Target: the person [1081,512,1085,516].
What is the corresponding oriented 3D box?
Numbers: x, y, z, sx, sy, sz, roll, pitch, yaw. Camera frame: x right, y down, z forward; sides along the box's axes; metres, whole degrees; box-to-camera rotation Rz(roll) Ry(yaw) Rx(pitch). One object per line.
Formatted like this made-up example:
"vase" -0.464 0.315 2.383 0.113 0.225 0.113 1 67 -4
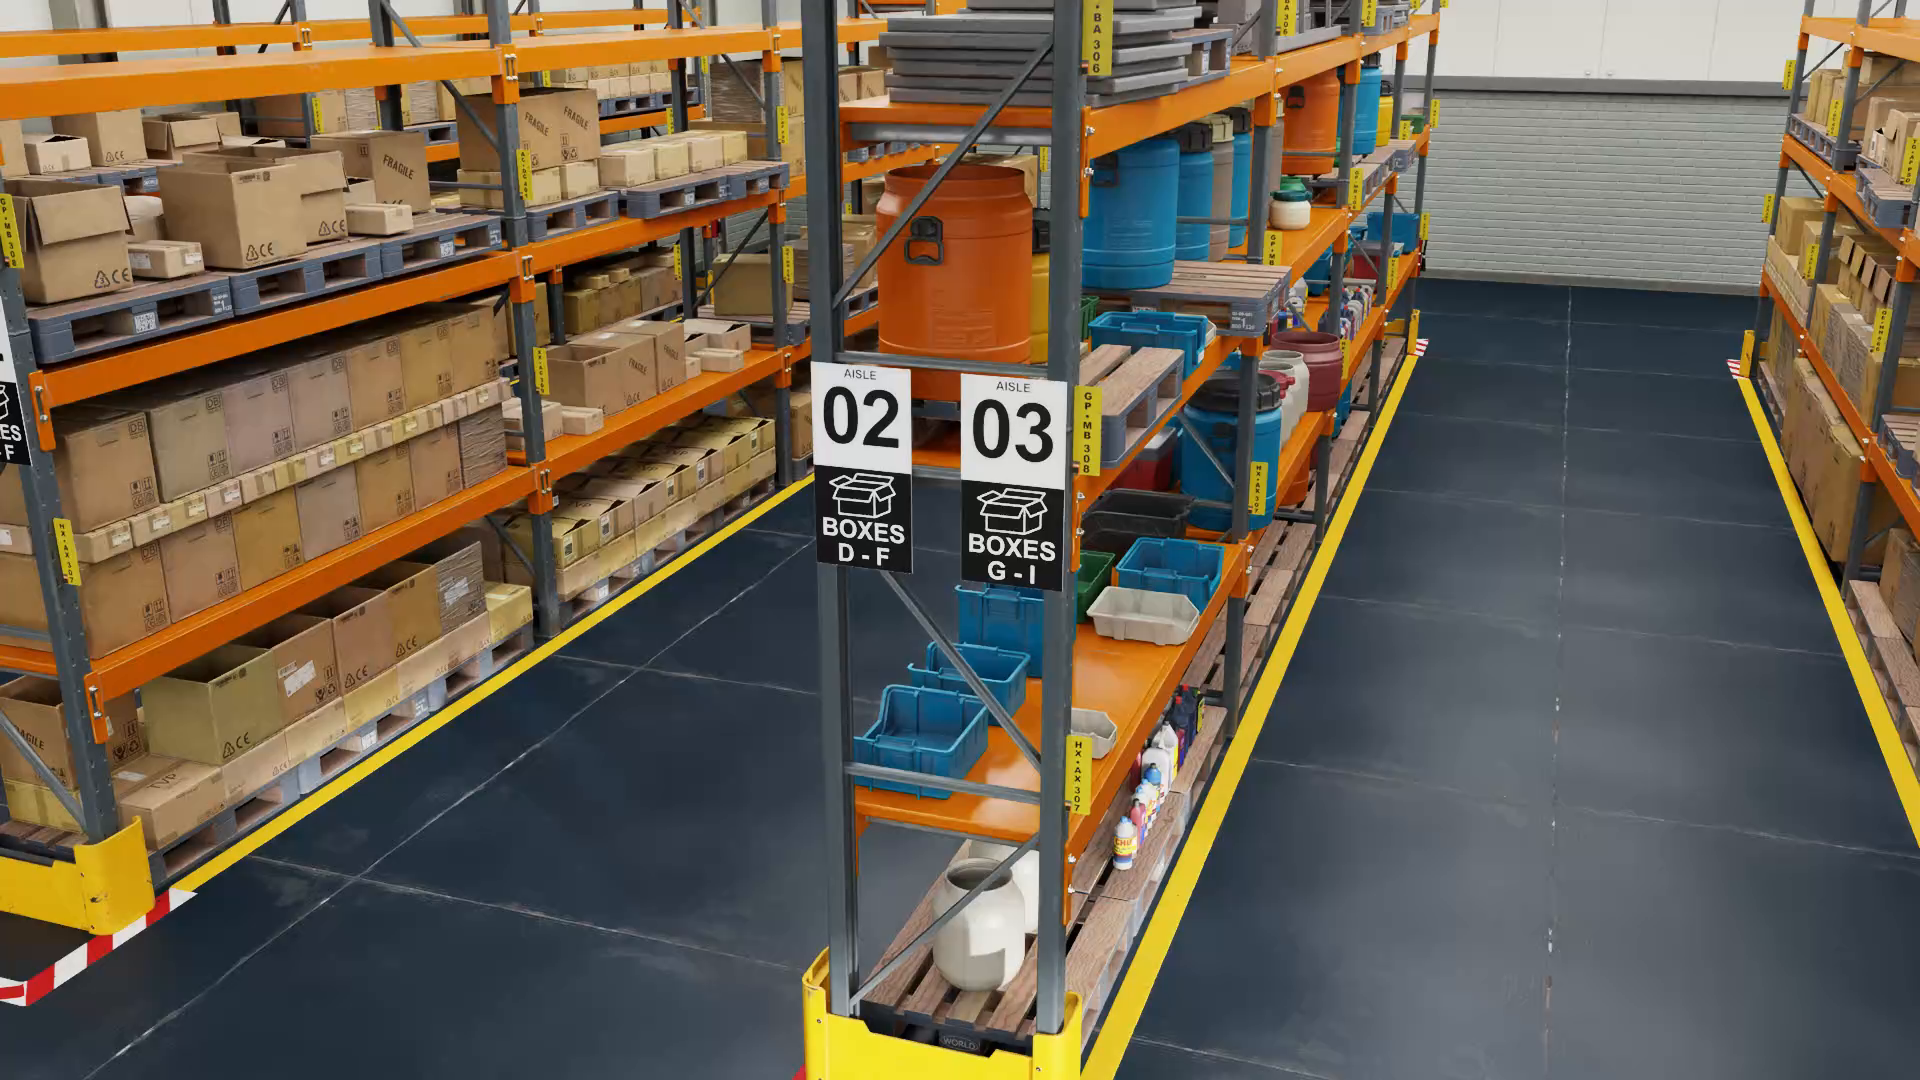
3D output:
"person" 0.782 0.190 12.111 0.819 0.965 0.497 6 20 18
